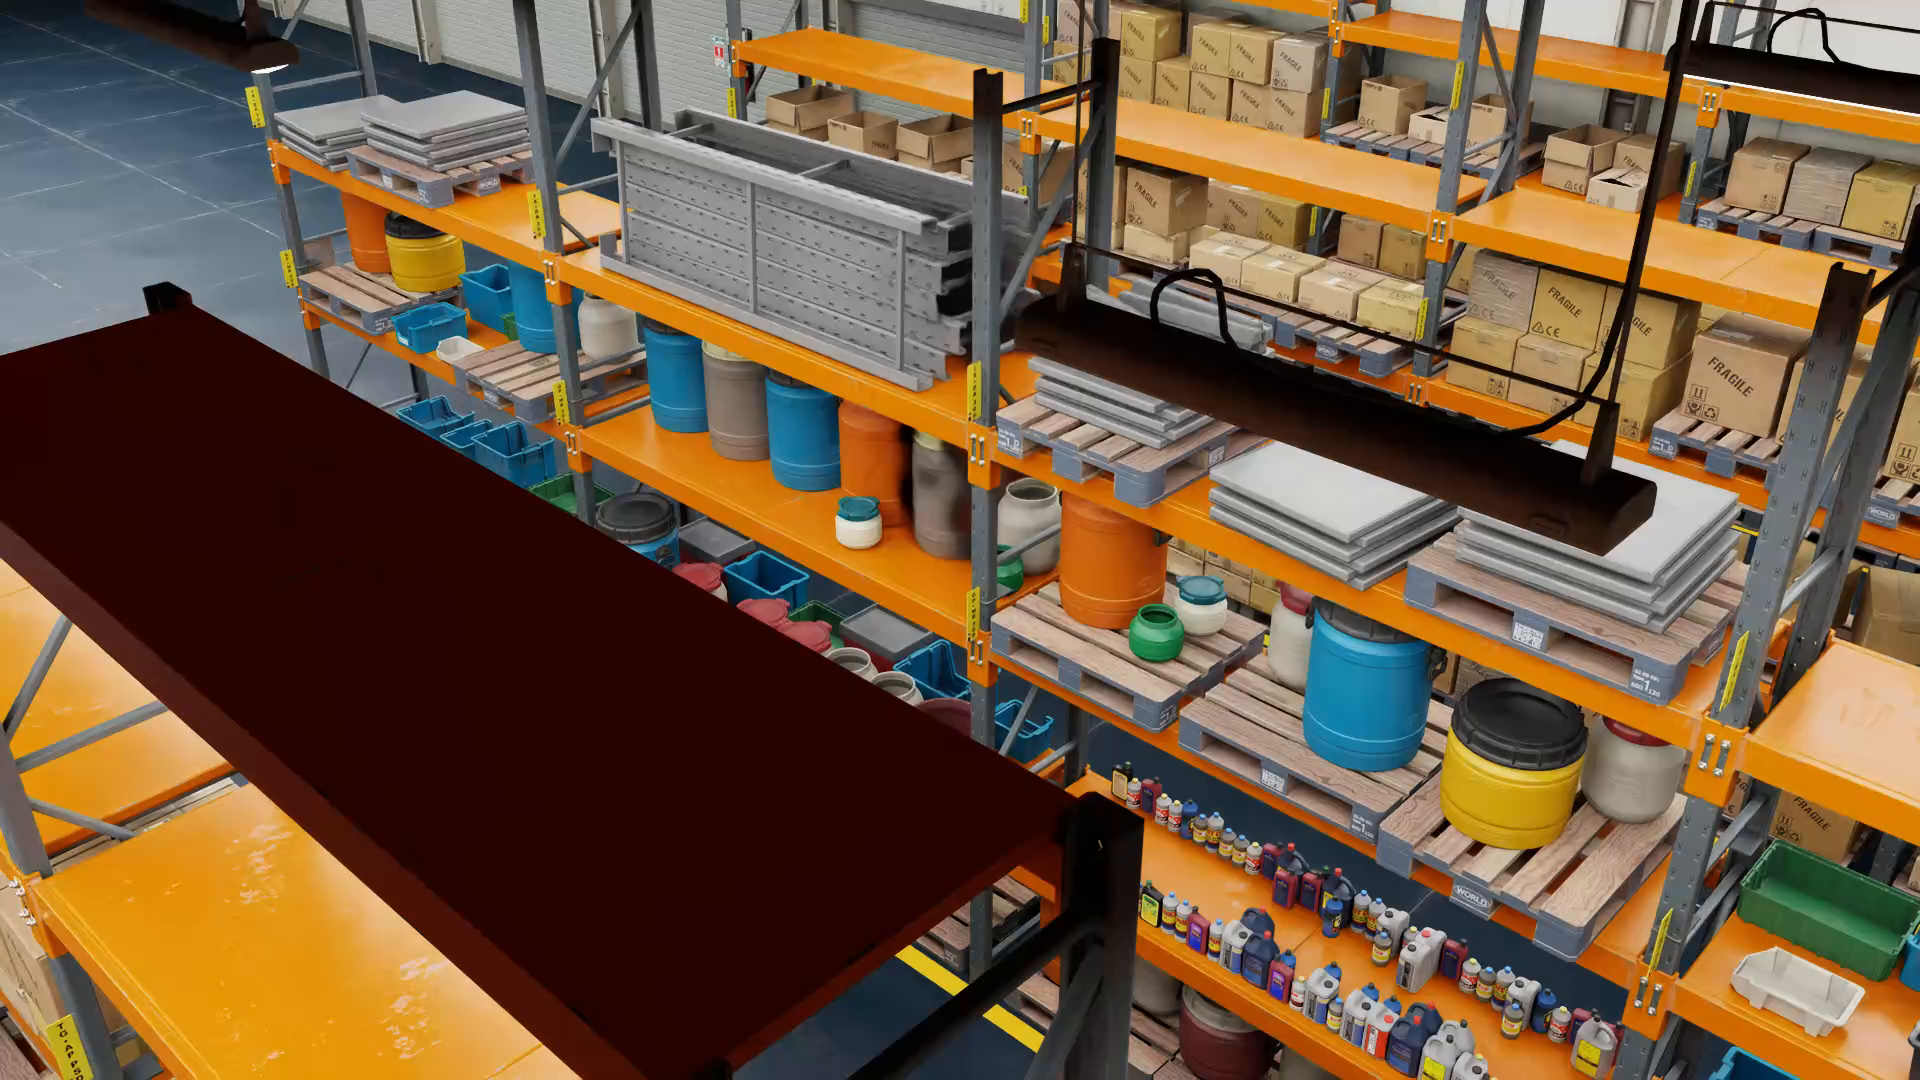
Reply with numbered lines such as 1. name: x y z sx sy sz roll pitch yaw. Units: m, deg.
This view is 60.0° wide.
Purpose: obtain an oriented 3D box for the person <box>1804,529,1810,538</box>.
1. person: 6.779 0.574 13.630 0.733 1.573 0.566 18 34 29
